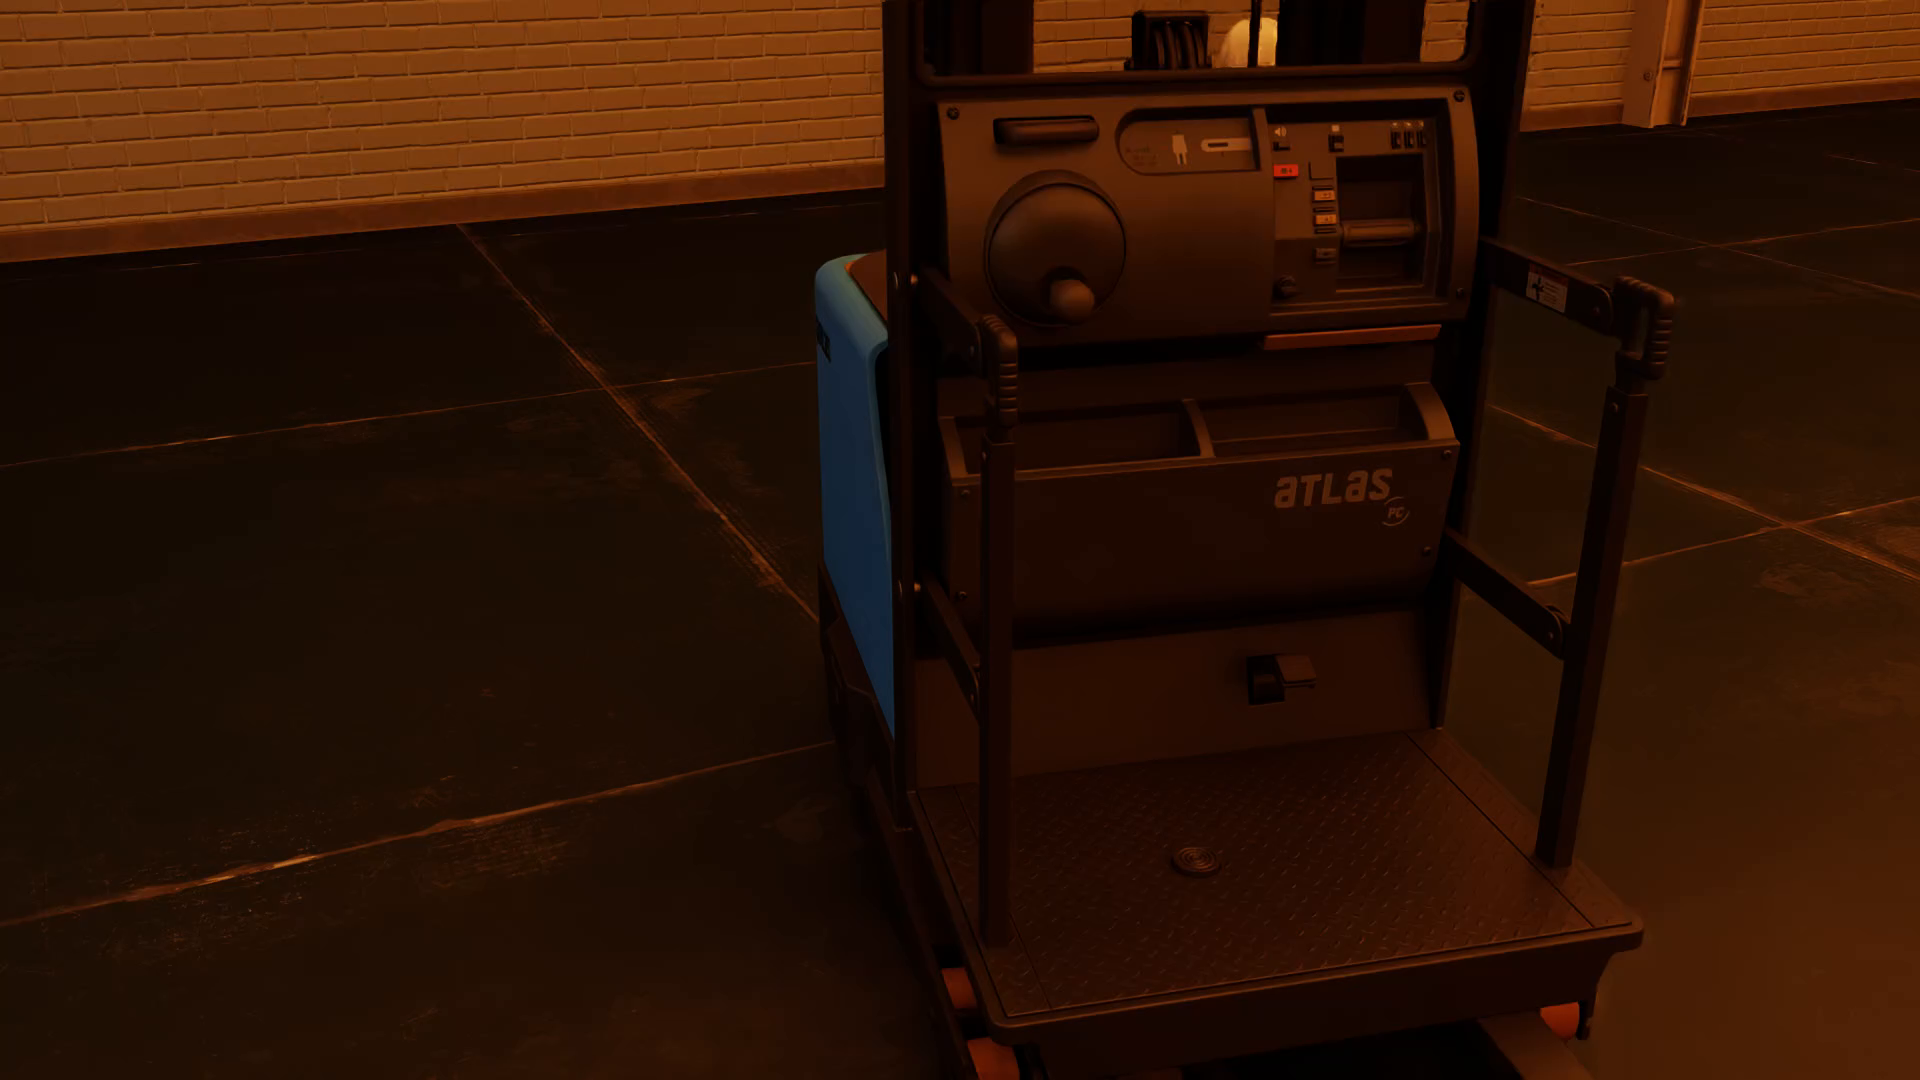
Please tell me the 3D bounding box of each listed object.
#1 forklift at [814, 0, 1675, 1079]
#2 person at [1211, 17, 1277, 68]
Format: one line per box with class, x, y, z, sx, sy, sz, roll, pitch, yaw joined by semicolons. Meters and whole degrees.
forklift;0.473;-0.530;2.561;1.130;2.935;3.031;-5;23;-12
person;0.904;-0.809;5.142;0.686;1.541;0.952;18;28;36
